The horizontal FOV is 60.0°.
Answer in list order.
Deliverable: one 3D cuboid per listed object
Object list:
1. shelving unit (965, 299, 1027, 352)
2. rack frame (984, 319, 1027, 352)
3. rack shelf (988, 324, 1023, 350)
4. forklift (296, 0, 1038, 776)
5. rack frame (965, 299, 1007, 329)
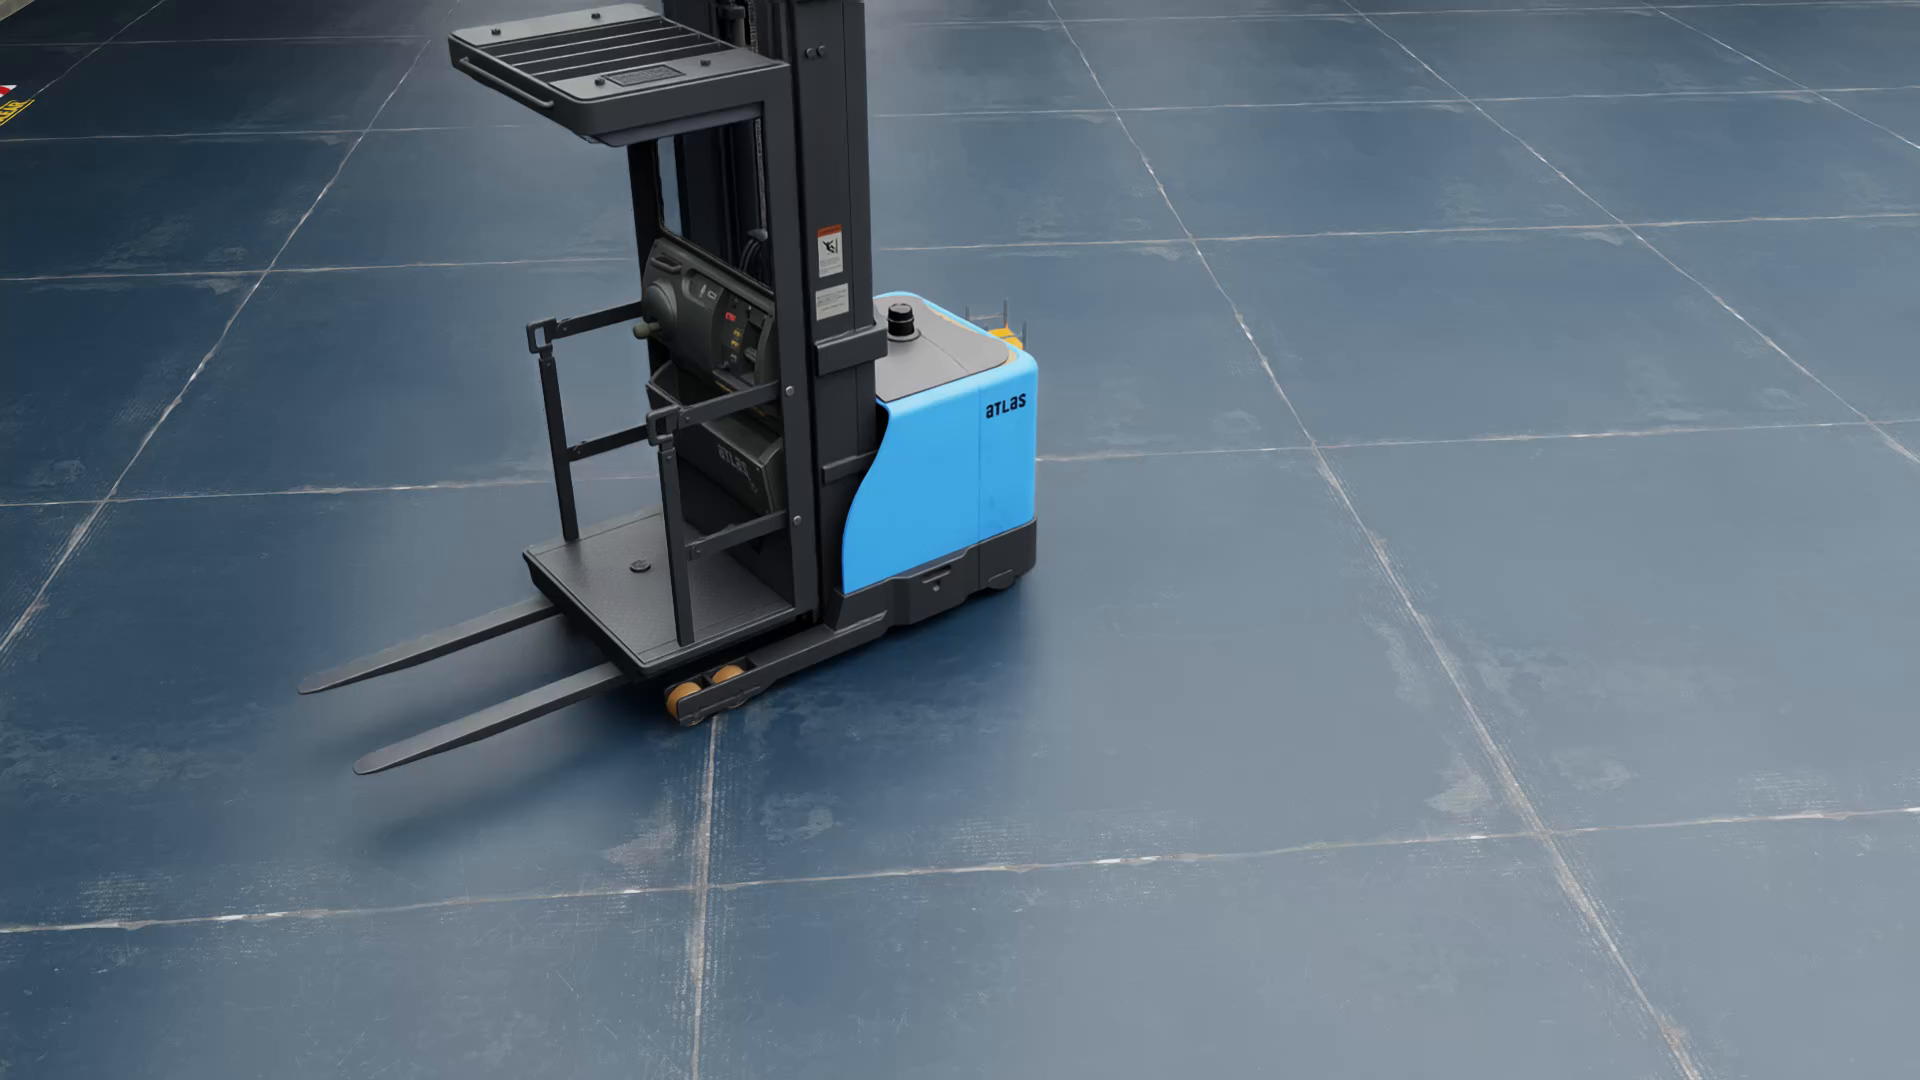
[{"bbox_3d":[0.161,-0.566,7.673,0.215,1.050,0.252,-10,32,-17],"label":"shelving unit"},{"bbox_3d":[0.202,-0.507,7.575,0.200,1.050,0.008,-10,32,-17],"label":"rack frame"},{"bbox_3d":[0.161,-0.800,7.533,0.215,0.259,0.240,-10,32,-17],"label":"rack shelf"},{"bbox_3d":[-1.140,-0.837,6.293,3.031,2.935,1.130,-21,37,-31],"label":"forklift"},{"bbox_3d":[0.119,-0.625,7.772,0.200,1.050,0.008,-10,32,-17],"label":"rack frame"}]
